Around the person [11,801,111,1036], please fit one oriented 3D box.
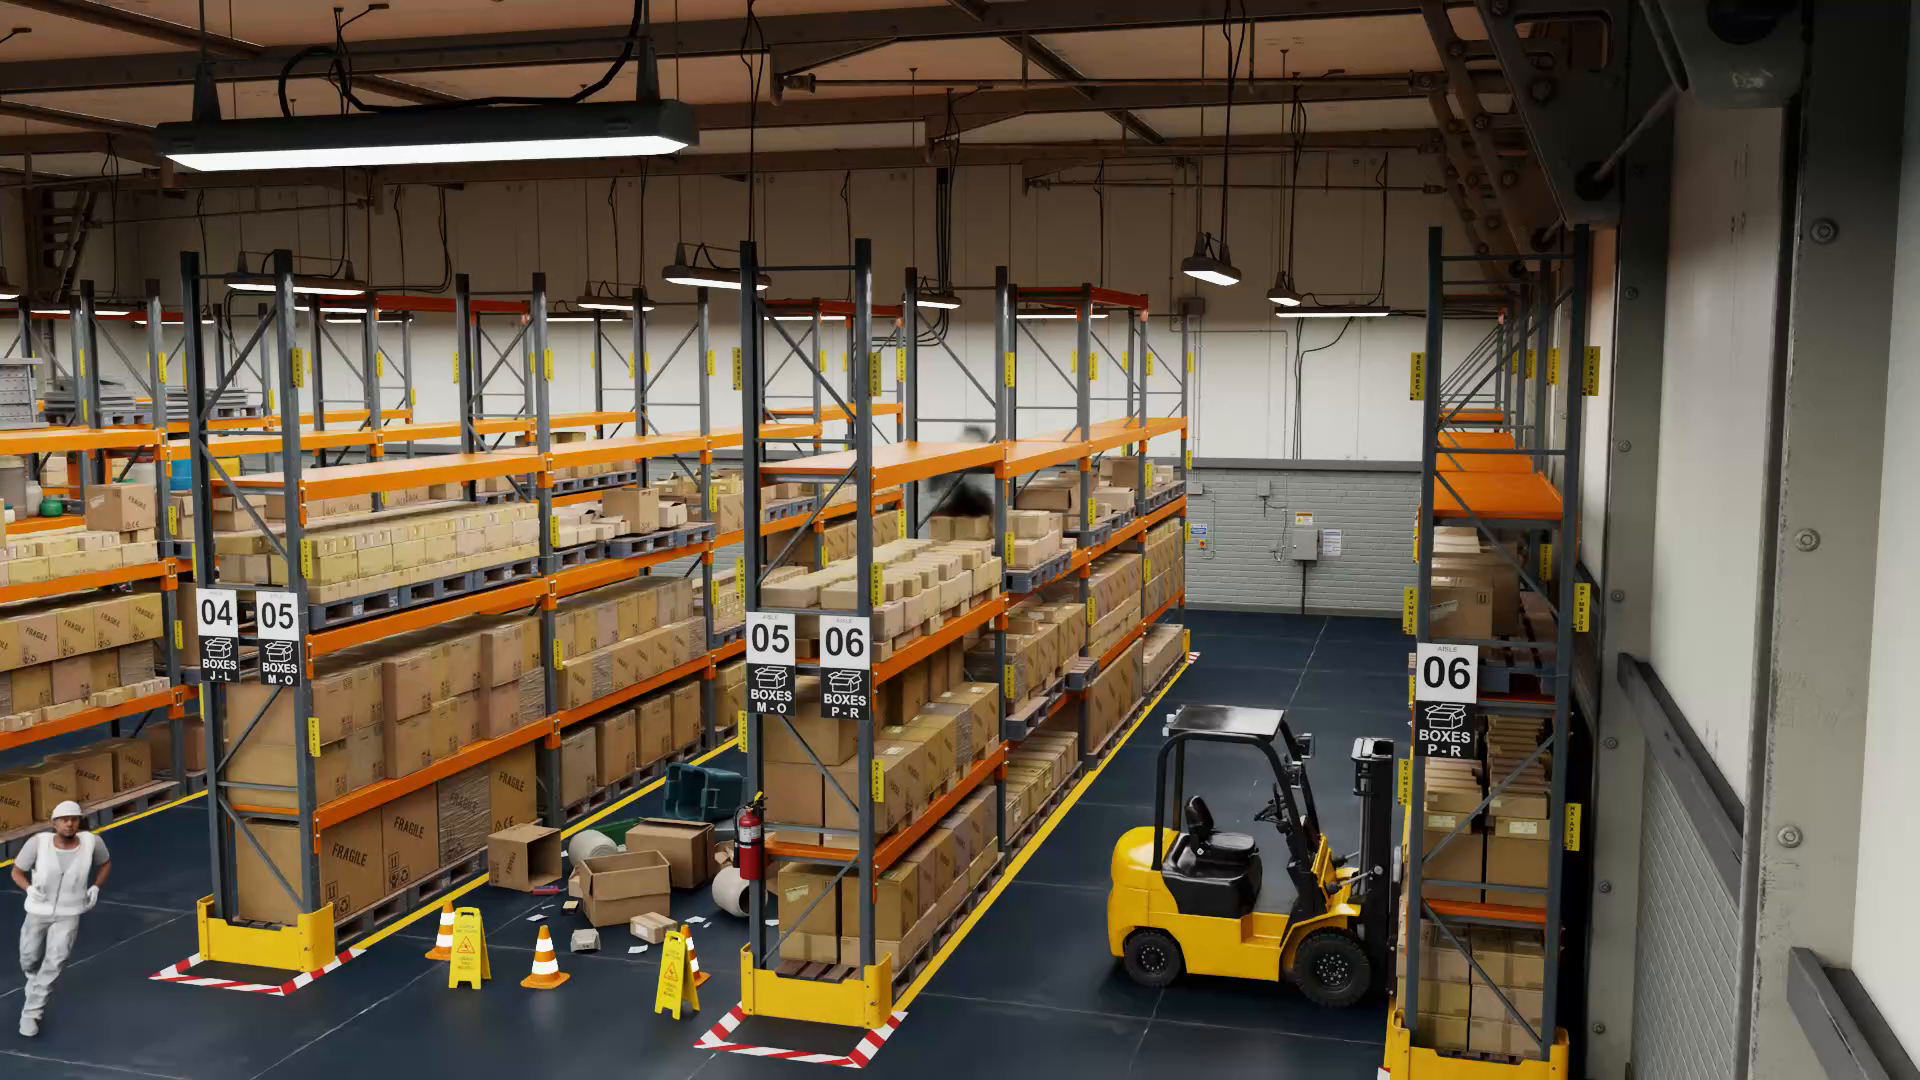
[{"bbox_3d":[-7.000,2.867,12.986,0.675,1.727,0.860,-3,7,-24],"label":"person"}]
